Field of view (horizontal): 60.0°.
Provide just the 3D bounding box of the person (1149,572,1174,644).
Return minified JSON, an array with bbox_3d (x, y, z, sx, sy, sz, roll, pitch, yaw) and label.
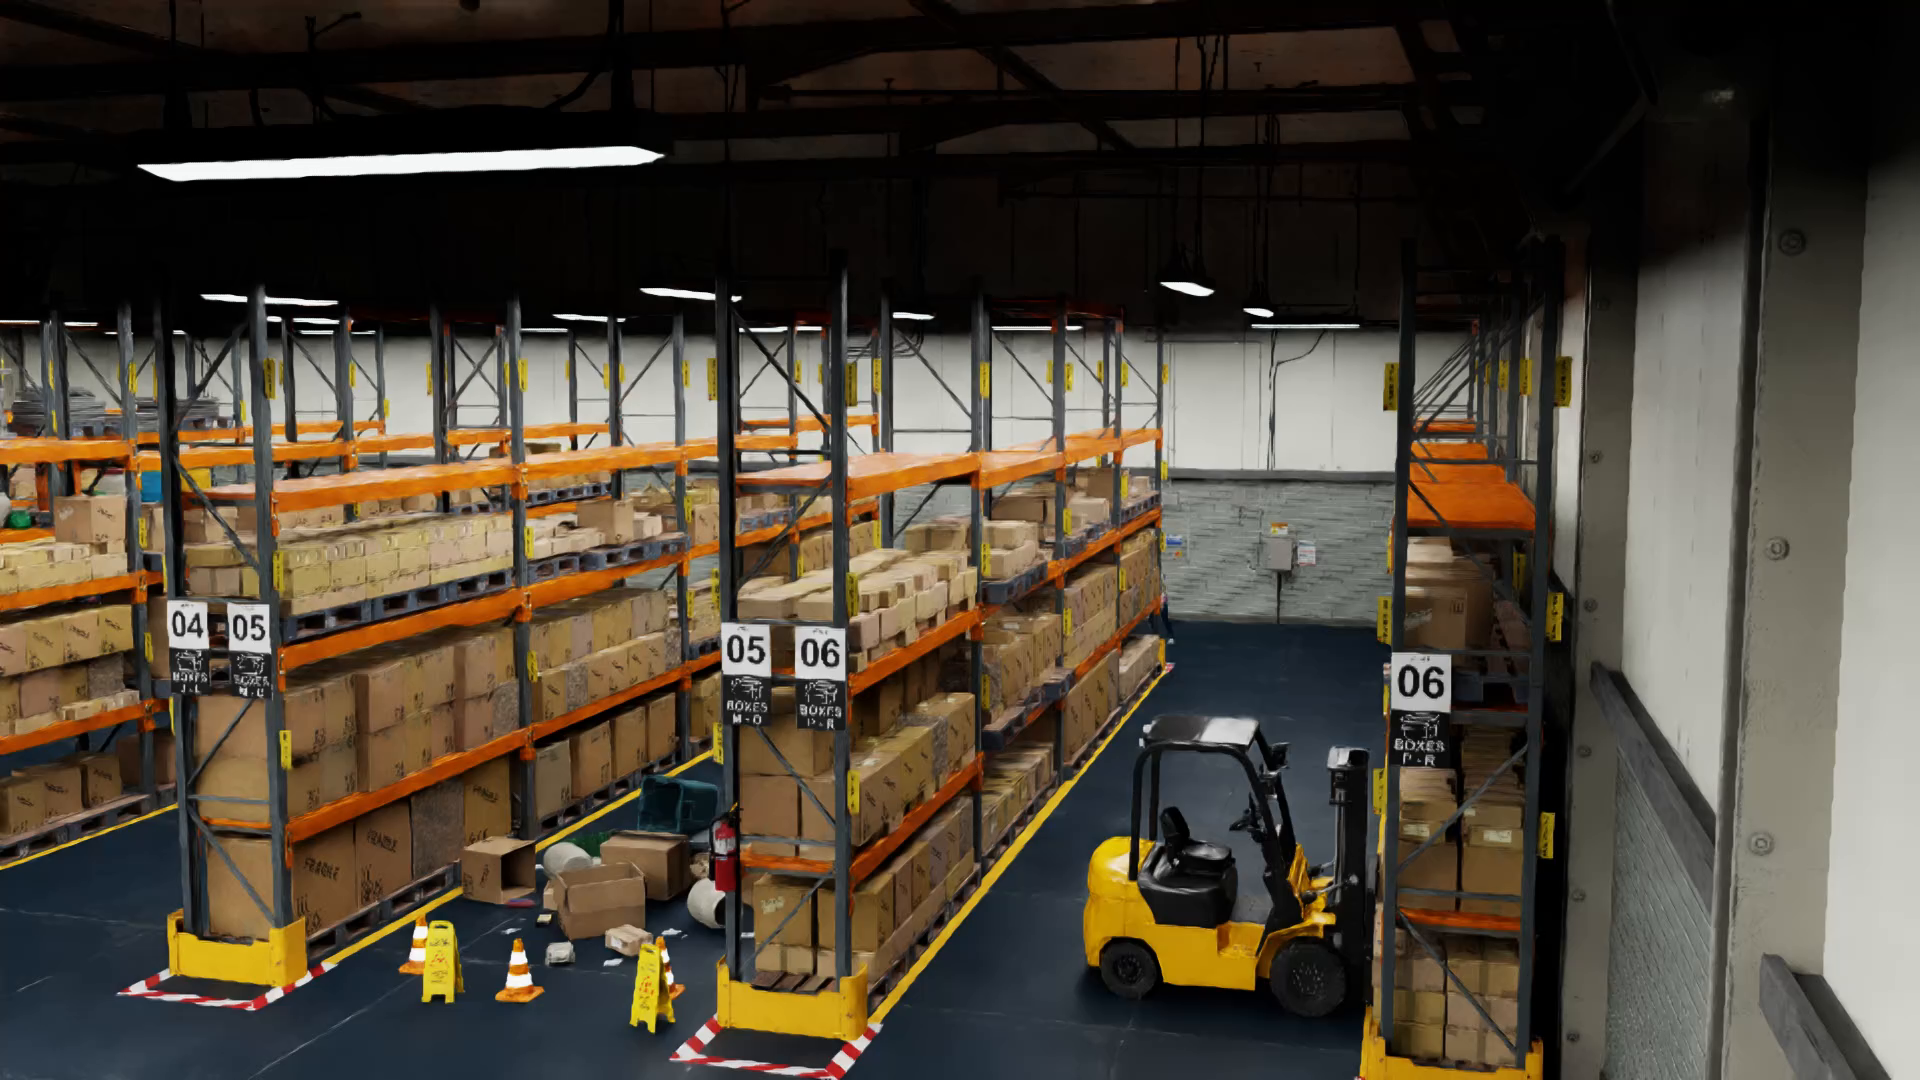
[{"bbox_3d":[3.704,1.138,30.707,0.530,1.586,0.450,-3,7,-26],"label":"person"}]
